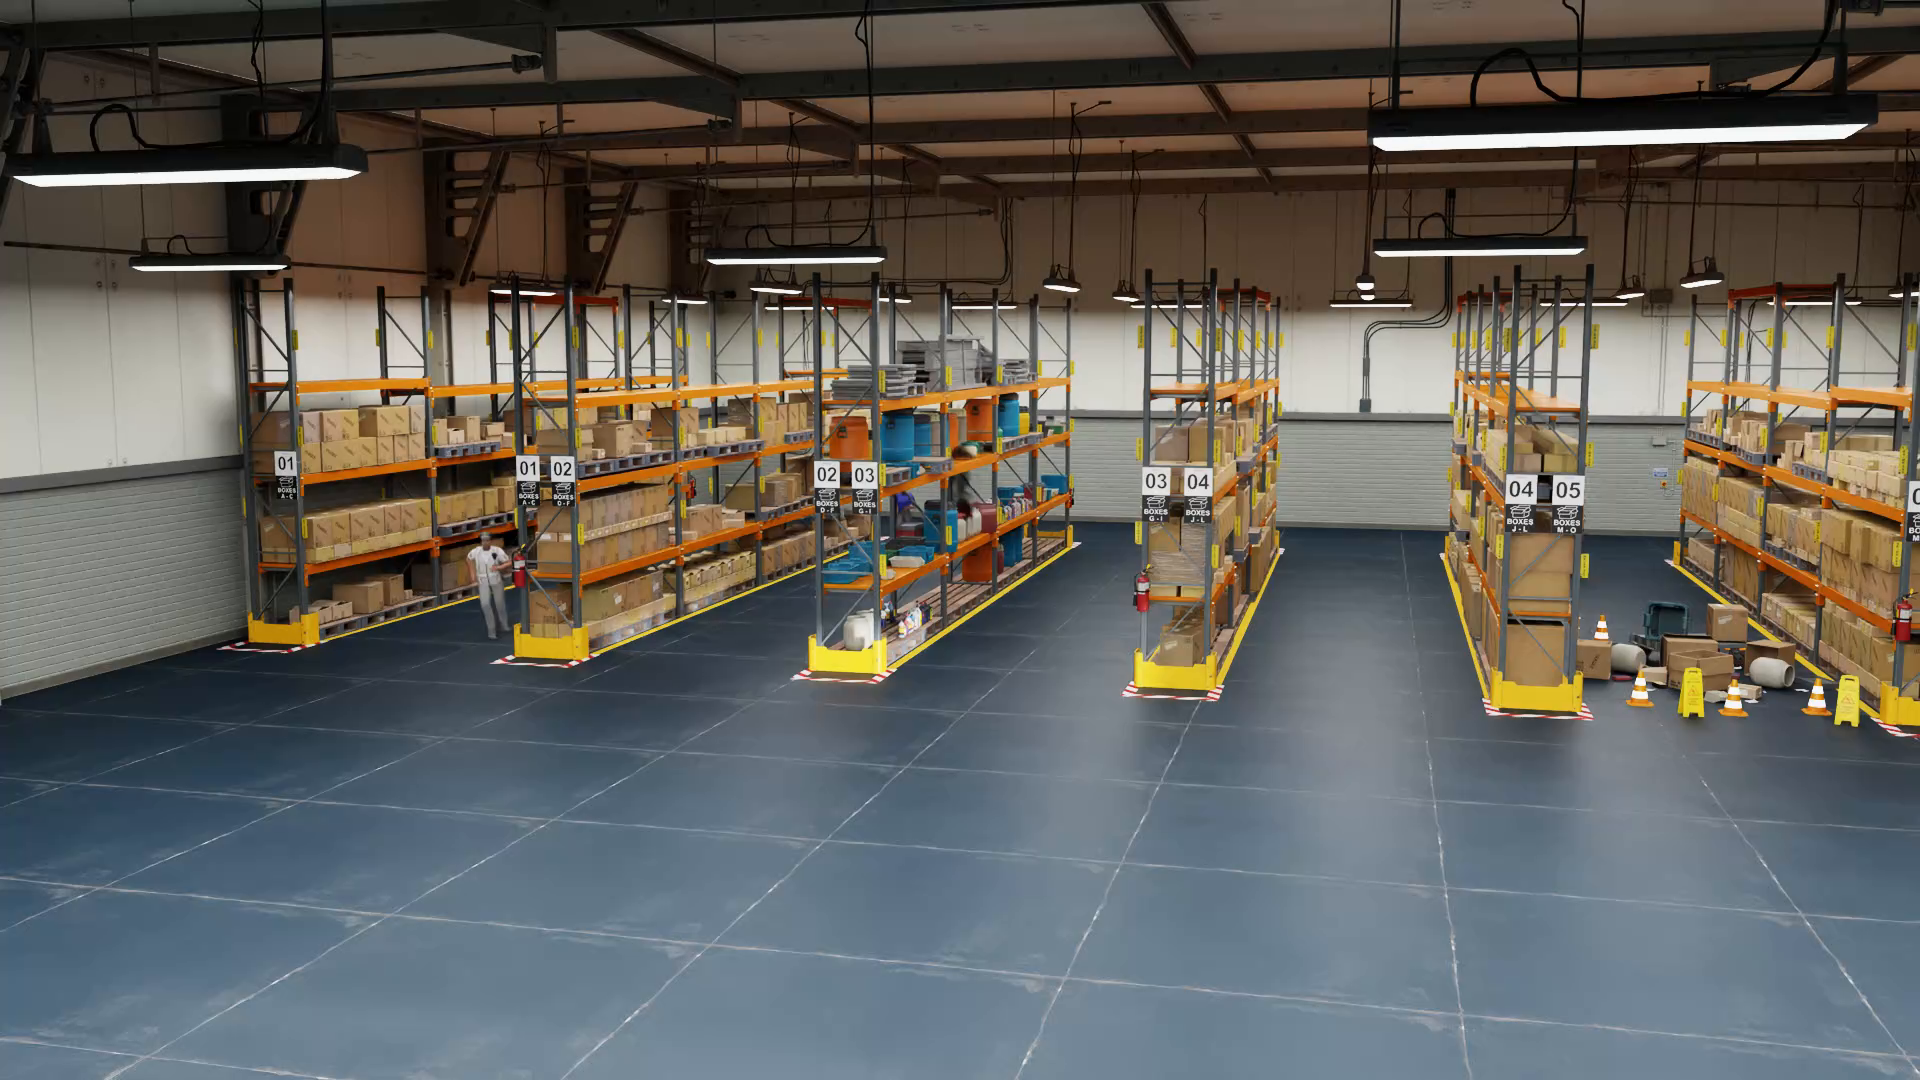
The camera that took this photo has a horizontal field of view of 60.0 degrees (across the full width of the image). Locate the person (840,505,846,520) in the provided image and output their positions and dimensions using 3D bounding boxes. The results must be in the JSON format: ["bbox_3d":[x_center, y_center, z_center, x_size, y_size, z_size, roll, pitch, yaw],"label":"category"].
[{"bbox_3d":[-3.519,-1.264,45.337,0.929,1.692,0.624,6,9,39],"label":"person"}]

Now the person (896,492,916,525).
[{"bbox_3d":[-1.315,-0.526,39.391,0.577,1.690,0.725,1,7,11],"label":"person"}]

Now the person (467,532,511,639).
[{"bbox_3d":[-8.007,0.753,28.270,0.748,1.833,0.809,-1,7,-7],"label":"person"}]
